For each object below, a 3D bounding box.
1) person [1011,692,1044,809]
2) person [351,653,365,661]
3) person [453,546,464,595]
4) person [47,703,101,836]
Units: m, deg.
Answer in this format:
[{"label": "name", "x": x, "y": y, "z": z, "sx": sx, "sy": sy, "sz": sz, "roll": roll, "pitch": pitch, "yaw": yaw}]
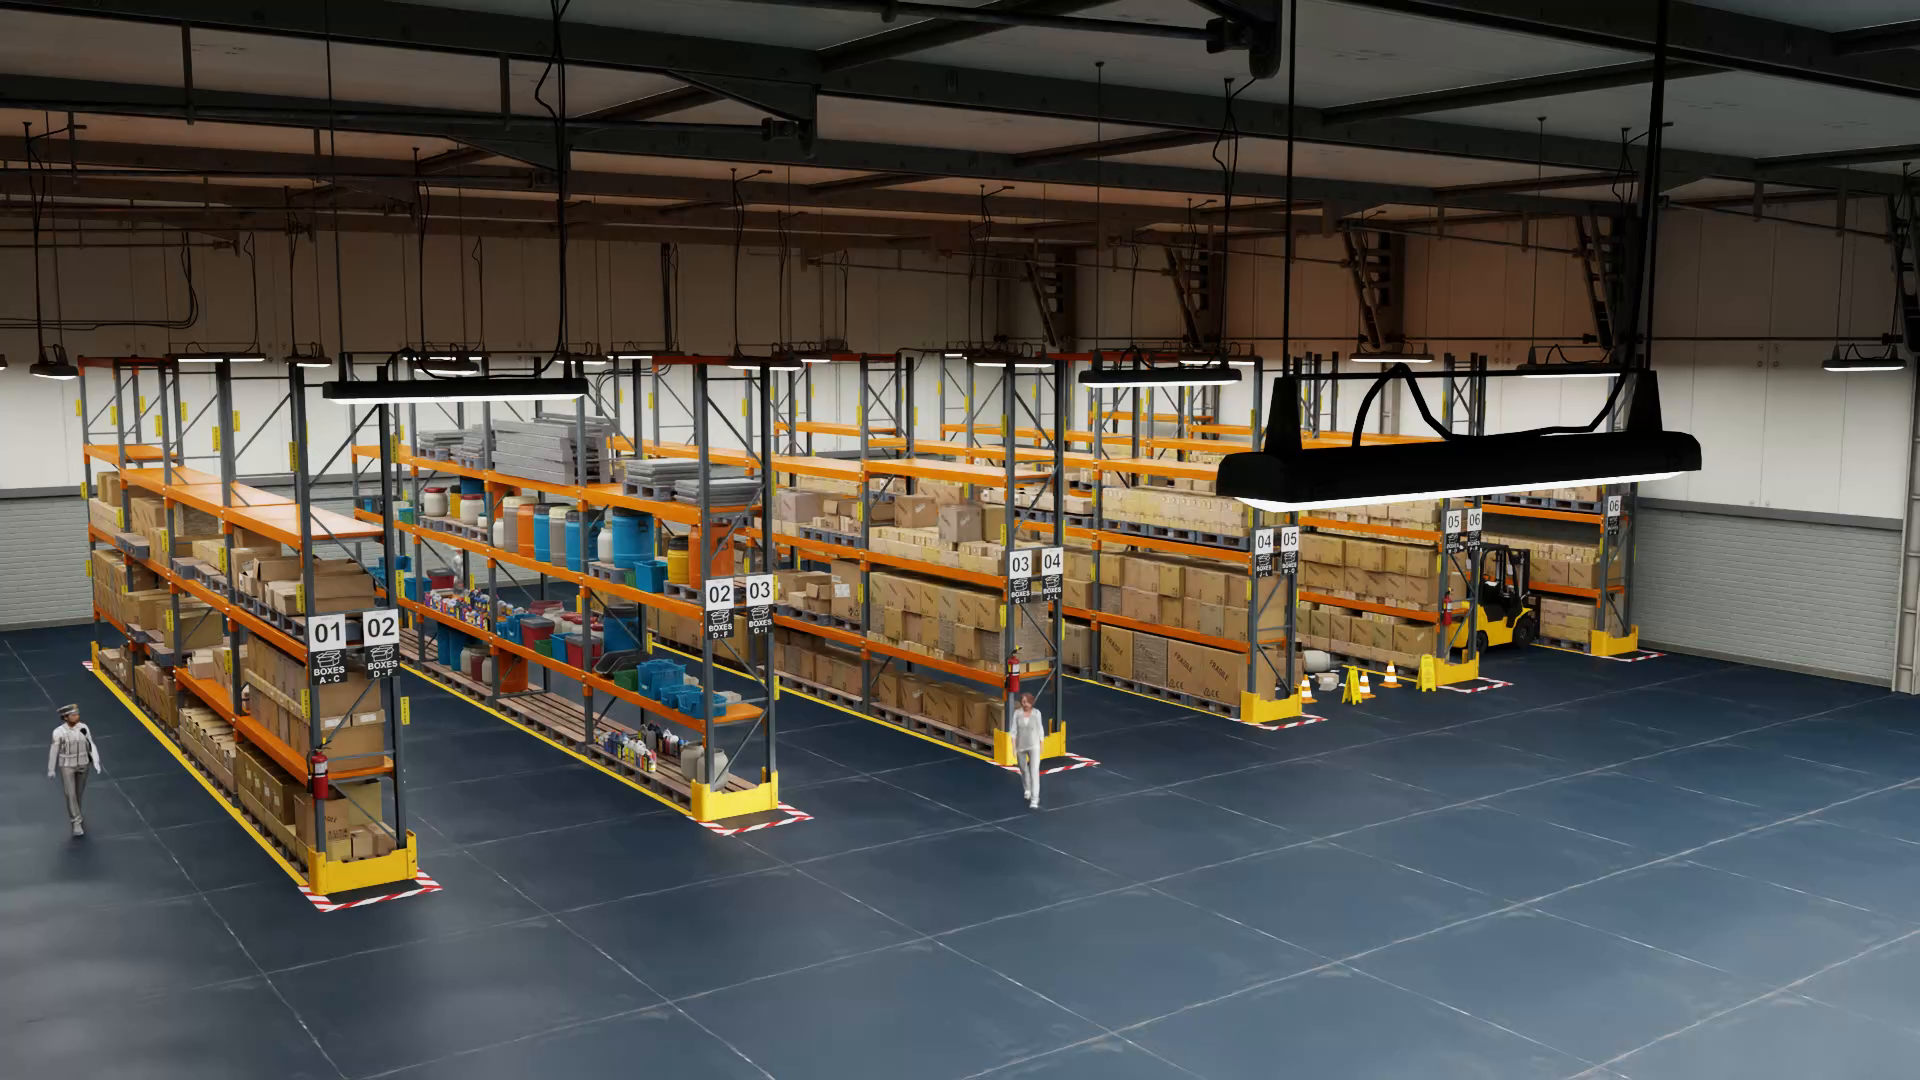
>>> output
[{"label": "person", "x": 0.917, "y": 2.825, "z": 22.516, "sx": 0.465, "sy": 1.535, "sz": 0.965, "roll": 2, "pitch": 7, "yaw": 17}, {"label": "person", "x": -11.295, "y": 1.722, "z": 31.224, "sx": 0.612, "sy": 1.686, "sz": 0.556, "roll": -4, "pitch": 8, "yaw": -32}, {"label": "person", "x": -11.173, "y": 0.936, "z": 37.108, "sx": 0.475, "sy": 1.766, "sz": 0.551, "roll": -5, "pitch": 8, "yaw": -34}, {"label": "person", "x": -11.398, "y": 2.905, "z": 21.411, "sx": 0.567, "sy": 1.621, "sz": 1.022, "roll": -7, "pitch": 10, "yaw": -44}]
